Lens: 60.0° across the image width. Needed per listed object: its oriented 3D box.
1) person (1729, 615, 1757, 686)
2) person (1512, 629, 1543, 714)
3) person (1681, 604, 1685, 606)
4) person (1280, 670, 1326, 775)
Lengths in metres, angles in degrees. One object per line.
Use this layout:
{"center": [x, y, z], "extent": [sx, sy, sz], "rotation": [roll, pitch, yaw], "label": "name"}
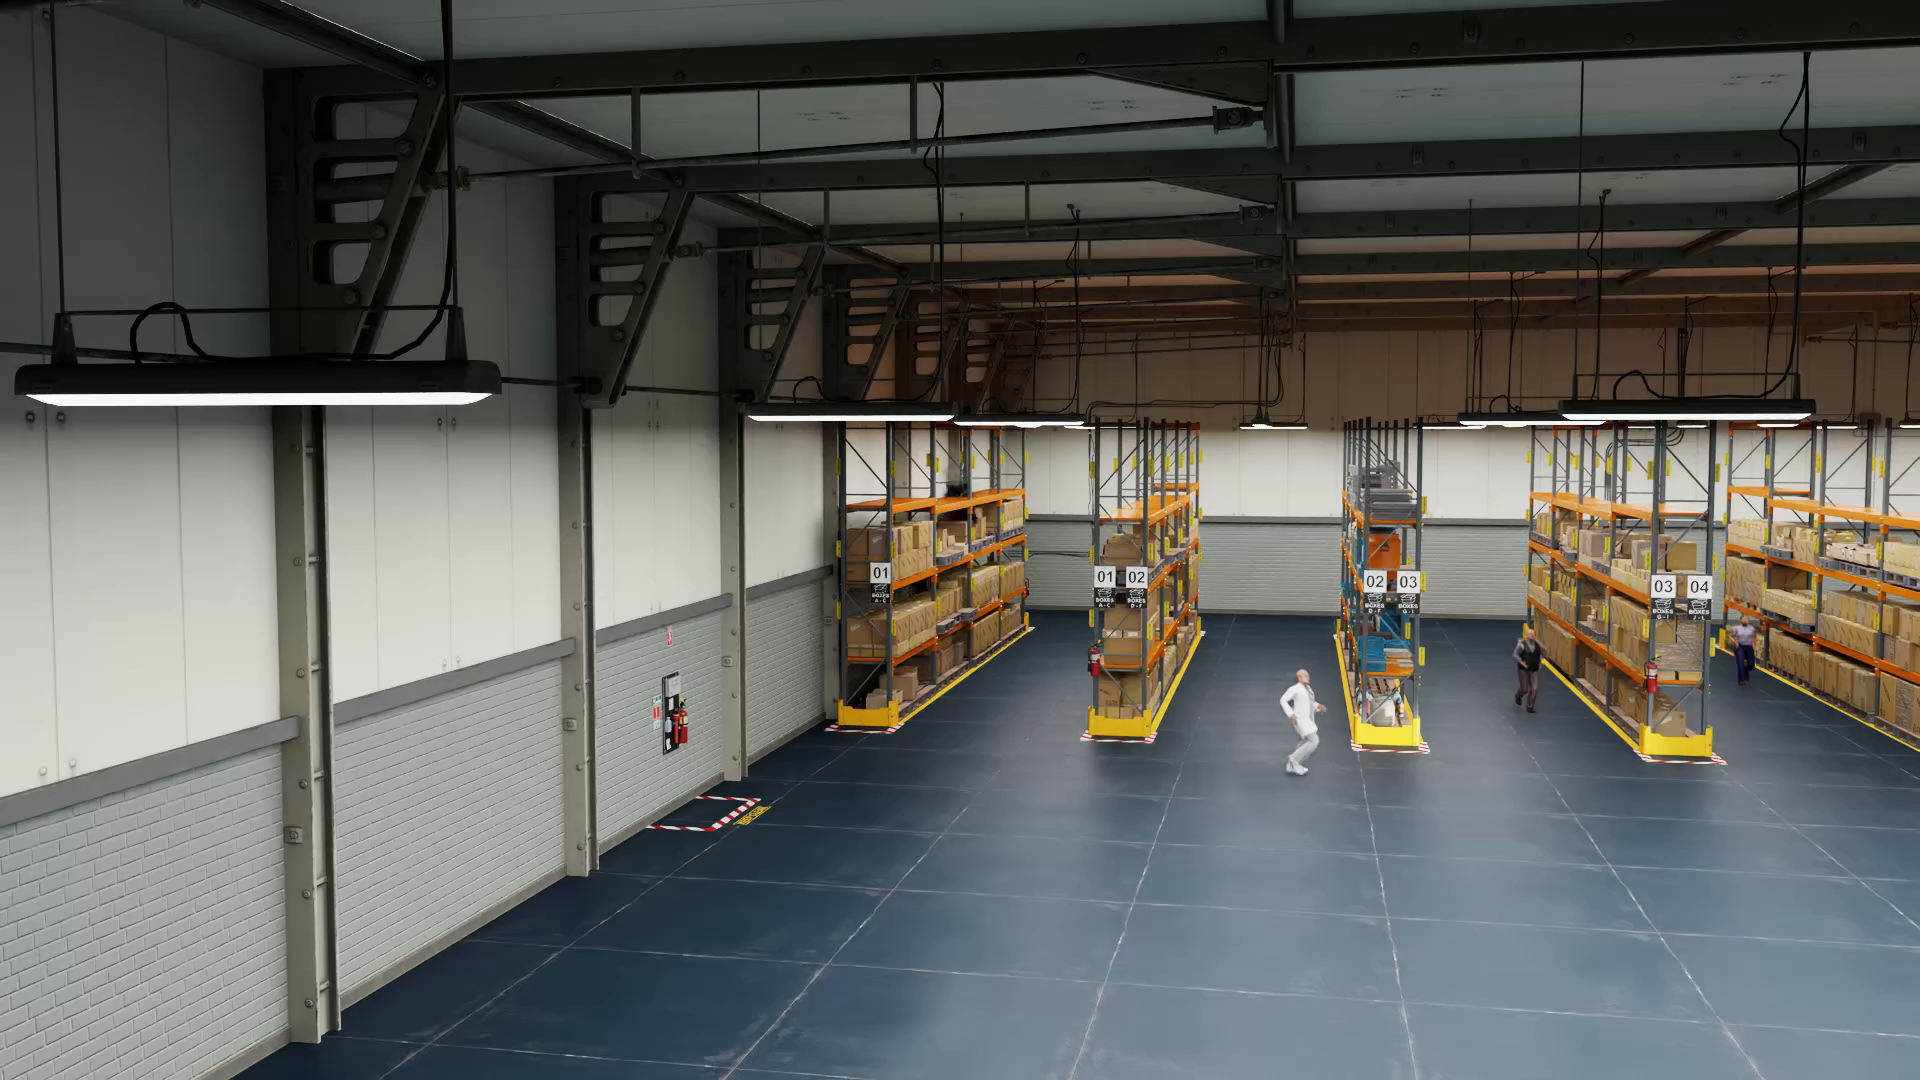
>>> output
{"center": [17.729, 2.484, 37.620], "extent": [0.604, 1.596, 0.575], "rotation": [1, 4, 13], "label": "person"}
{"center": [11.621, 2.669, 33.992], "extent": [0.657, 1.695, 0.752], "rotation": [0, 4, -3], "label": "person"}
{"center": [19.231, 1.983, 44.732], "extent": [0.633, 1.678, 0.796], "rotation": [-3, 5, -42], "label": "person"}
{"center": [5.764, 3.036, 27.720], "extent": [0.695, 1.741, 0.693], "rotation": [3, 5, 36], "label": "person"}
